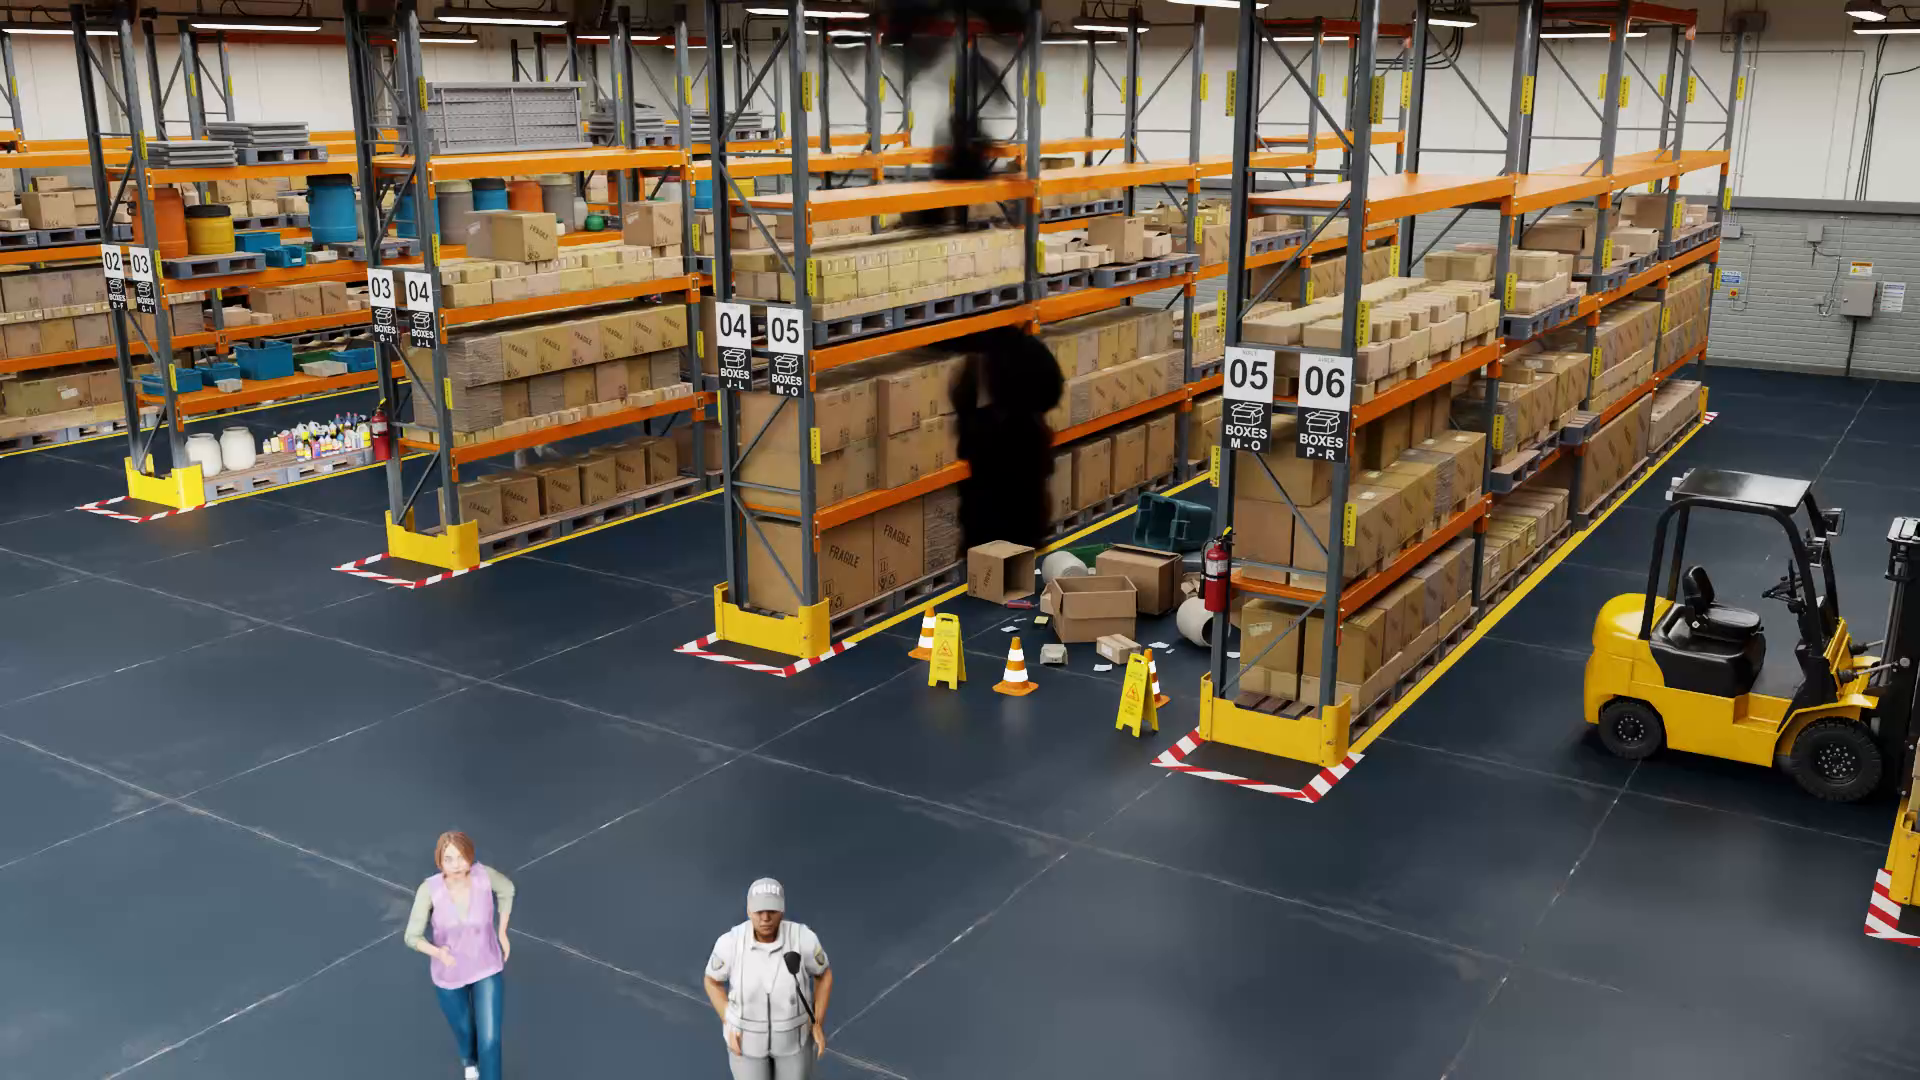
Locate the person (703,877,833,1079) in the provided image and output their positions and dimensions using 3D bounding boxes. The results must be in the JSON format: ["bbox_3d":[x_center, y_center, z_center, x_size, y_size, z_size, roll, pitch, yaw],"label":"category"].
[{"bbox_3d":[-0.898,2.332,7.862,0.608,1.632,0.592,-2,16,-6],"label":"person"}]

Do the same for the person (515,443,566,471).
[{"bbox_3d":[-5.502,-1.527,21.388,0.710,1.745,0.968,9,18,30],"label":"person"}]

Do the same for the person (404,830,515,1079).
[{"bbox_3d":[-2.479,2.196,8.332,0.525,1.640,0.727,-4,16,-13],"label":"person"}]
